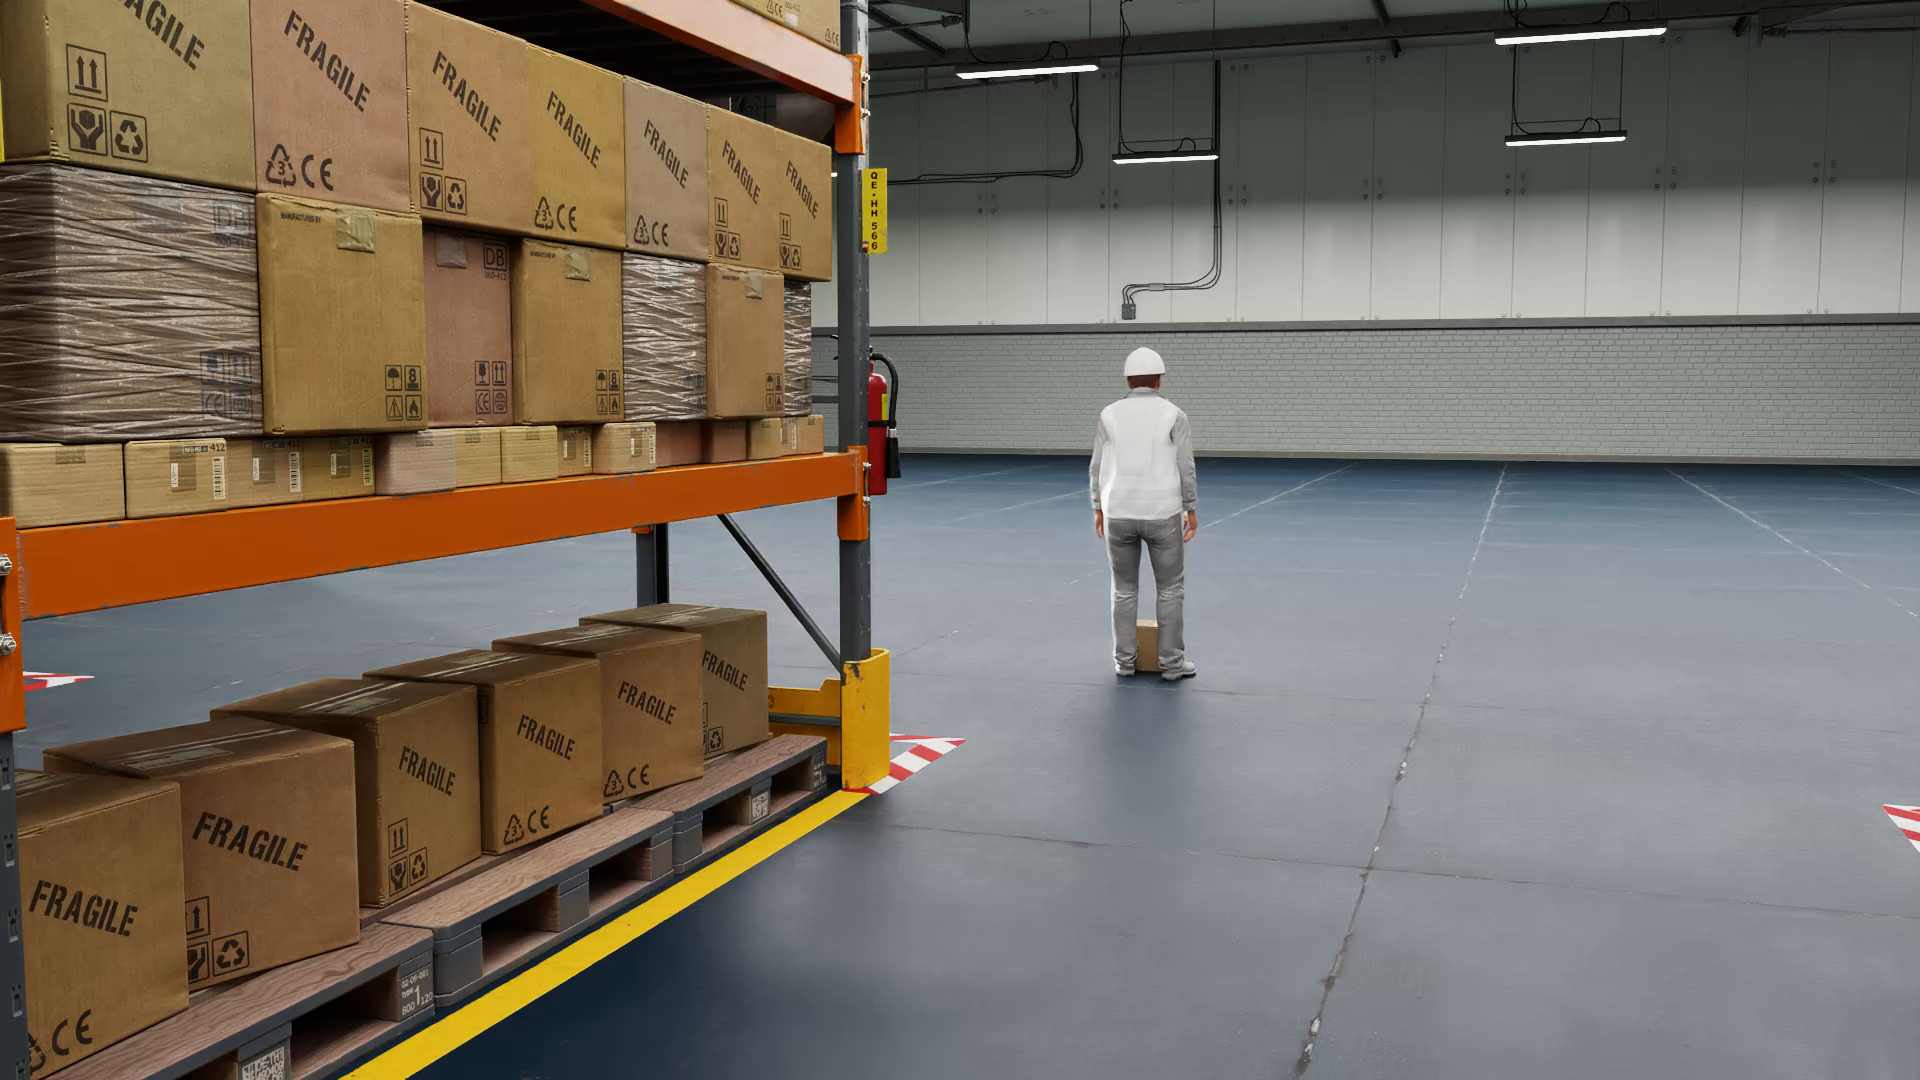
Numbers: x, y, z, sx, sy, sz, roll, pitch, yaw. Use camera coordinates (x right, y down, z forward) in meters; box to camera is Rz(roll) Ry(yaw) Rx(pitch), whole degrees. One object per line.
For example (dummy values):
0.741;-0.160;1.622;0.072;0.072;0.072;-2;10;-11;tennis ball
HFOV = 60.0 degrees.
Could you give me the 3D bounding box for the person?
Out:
0.992;-0.145;8.960;0.581;1.769;0.463;2;5;19;person
